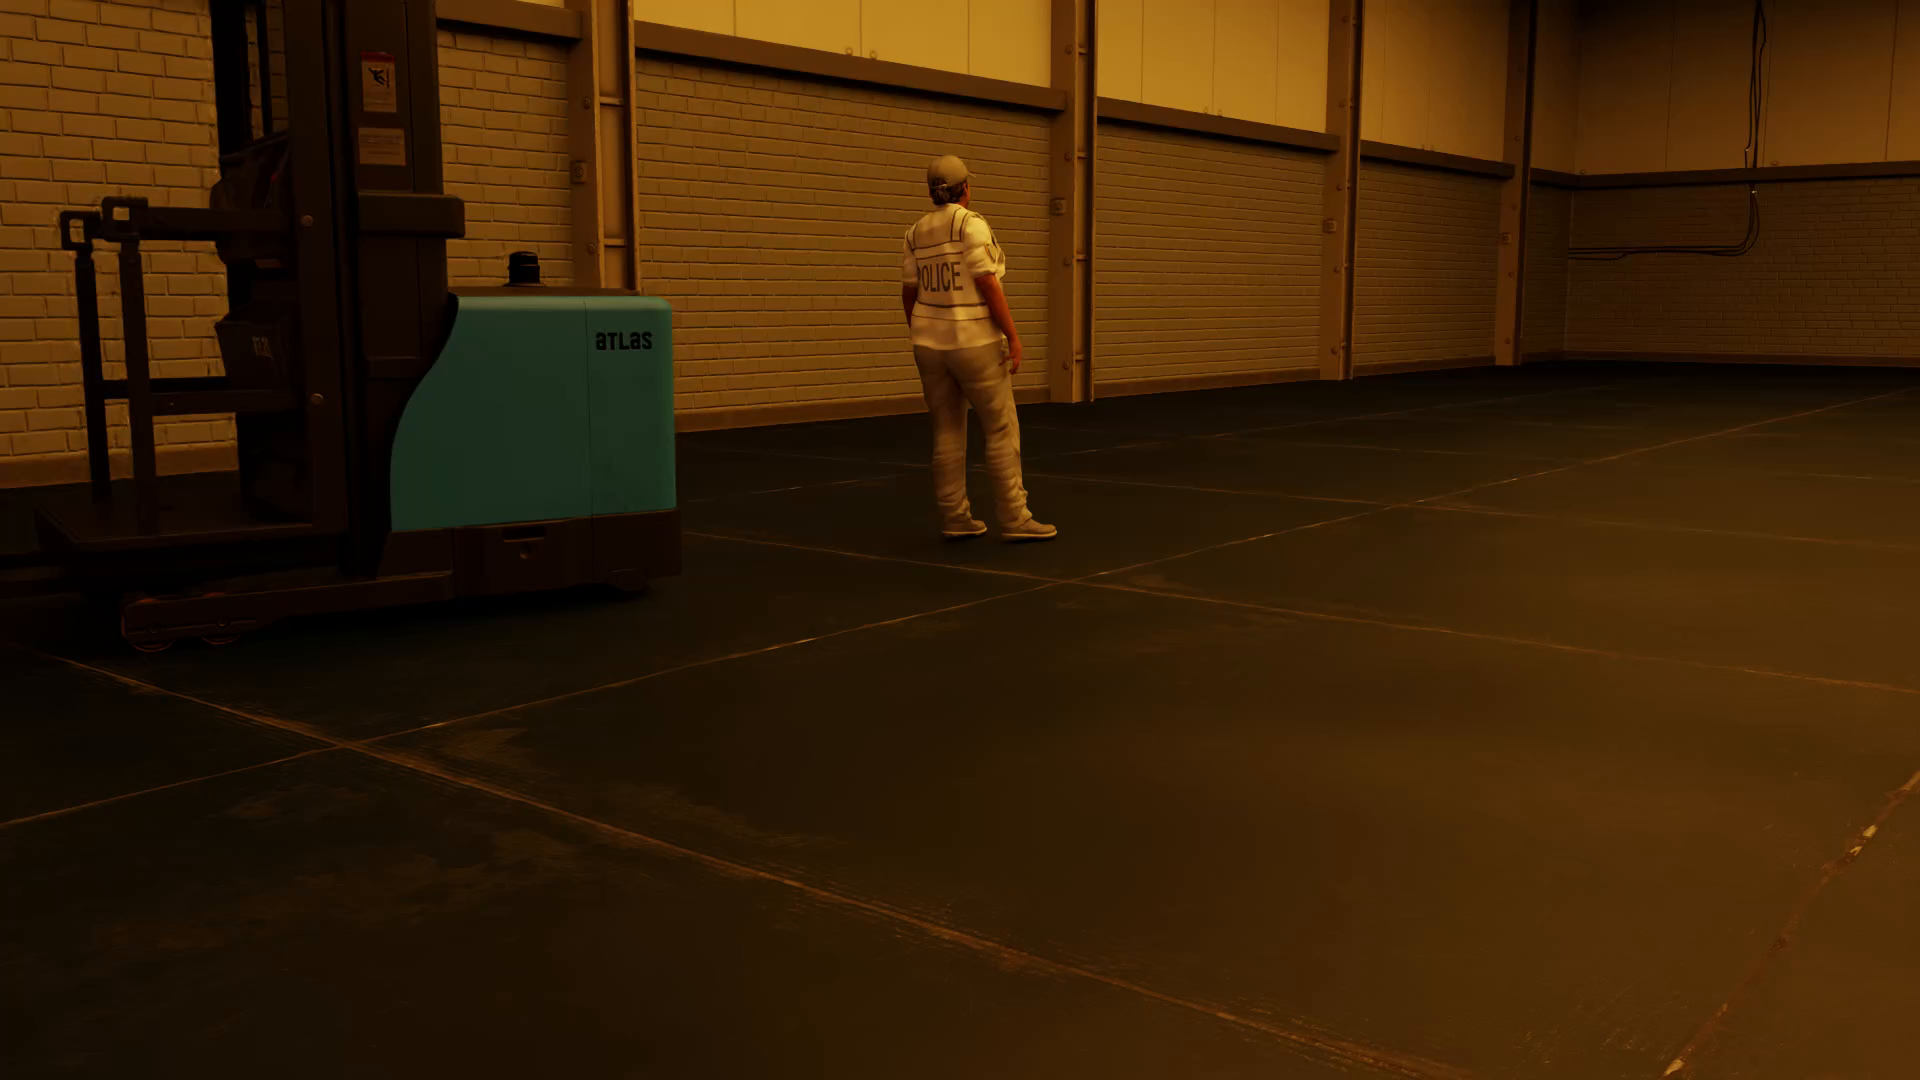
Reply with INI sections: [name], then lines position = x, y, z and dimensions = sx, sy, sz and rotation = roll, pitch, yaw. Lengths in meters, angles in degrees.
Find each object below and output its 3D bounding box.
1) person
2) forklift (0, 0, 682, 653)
[person]
position = 0.066, -0.838, 7.328
dimensions = 0.598, 1.670, 0.529
rotation = 7, 11, 38
[forklift]
position = -2.522, -1.194, 5.440
dimensions = 3.031, 2.935, 1.130
rotation = -6, 10, -34
